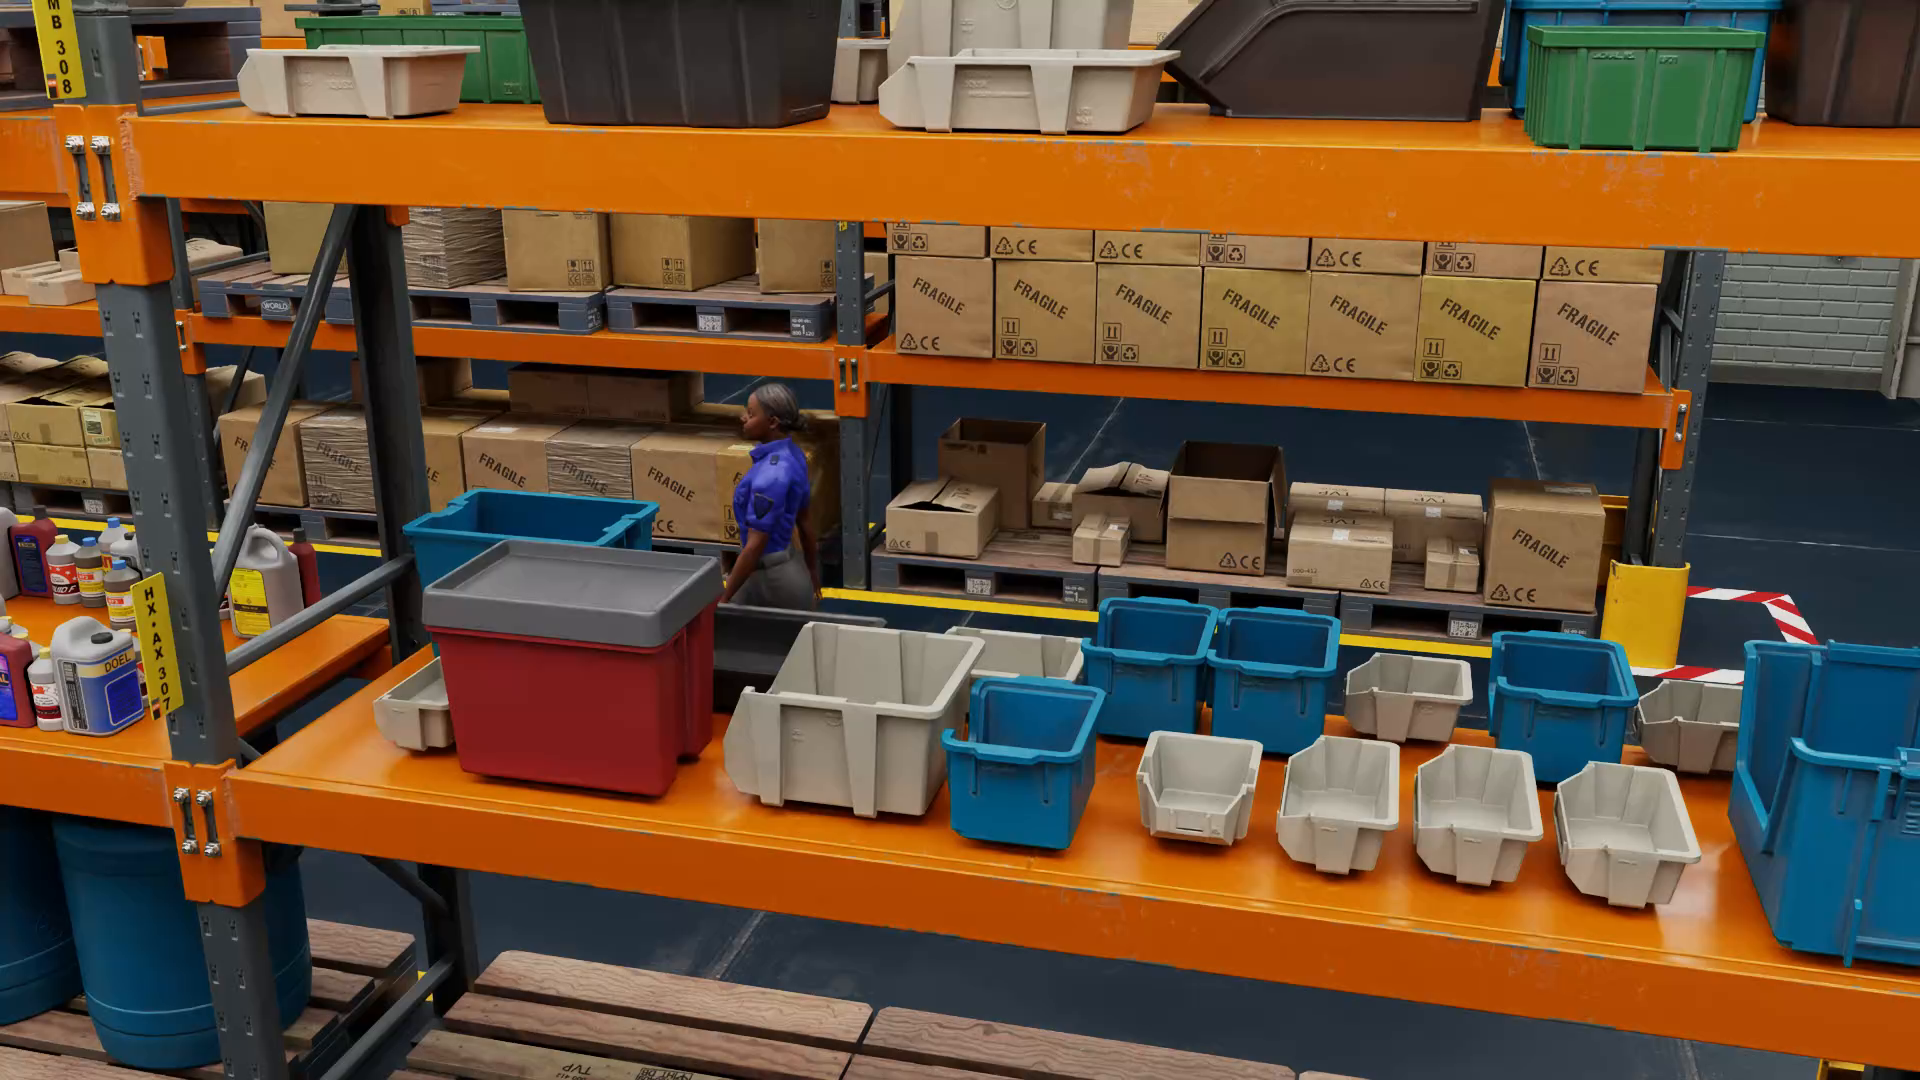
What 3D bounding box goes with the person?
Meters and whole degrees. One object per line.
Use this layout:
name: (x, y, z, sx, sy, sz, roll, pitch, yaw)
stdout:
person: (-0.803, 0.163, 6.540, 1.012, 1.590, 0.483, -1, 18, -3)
